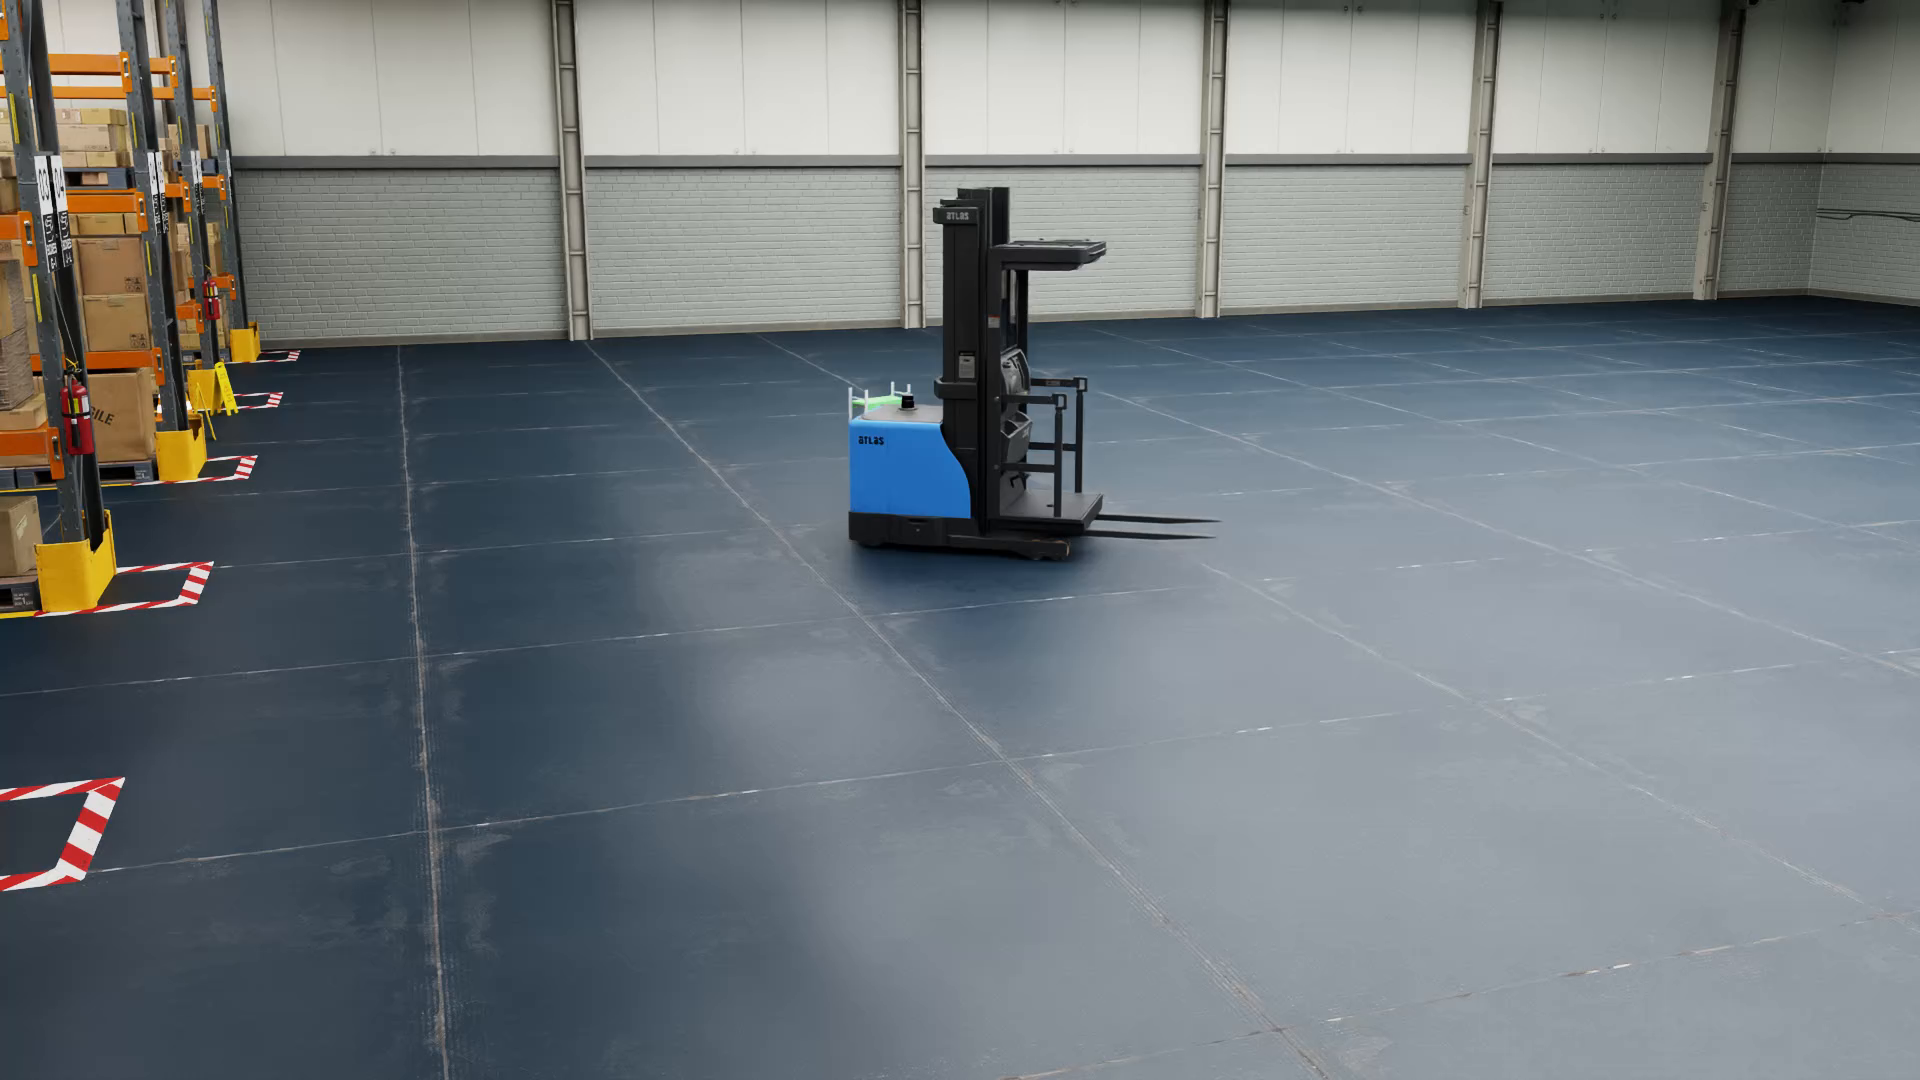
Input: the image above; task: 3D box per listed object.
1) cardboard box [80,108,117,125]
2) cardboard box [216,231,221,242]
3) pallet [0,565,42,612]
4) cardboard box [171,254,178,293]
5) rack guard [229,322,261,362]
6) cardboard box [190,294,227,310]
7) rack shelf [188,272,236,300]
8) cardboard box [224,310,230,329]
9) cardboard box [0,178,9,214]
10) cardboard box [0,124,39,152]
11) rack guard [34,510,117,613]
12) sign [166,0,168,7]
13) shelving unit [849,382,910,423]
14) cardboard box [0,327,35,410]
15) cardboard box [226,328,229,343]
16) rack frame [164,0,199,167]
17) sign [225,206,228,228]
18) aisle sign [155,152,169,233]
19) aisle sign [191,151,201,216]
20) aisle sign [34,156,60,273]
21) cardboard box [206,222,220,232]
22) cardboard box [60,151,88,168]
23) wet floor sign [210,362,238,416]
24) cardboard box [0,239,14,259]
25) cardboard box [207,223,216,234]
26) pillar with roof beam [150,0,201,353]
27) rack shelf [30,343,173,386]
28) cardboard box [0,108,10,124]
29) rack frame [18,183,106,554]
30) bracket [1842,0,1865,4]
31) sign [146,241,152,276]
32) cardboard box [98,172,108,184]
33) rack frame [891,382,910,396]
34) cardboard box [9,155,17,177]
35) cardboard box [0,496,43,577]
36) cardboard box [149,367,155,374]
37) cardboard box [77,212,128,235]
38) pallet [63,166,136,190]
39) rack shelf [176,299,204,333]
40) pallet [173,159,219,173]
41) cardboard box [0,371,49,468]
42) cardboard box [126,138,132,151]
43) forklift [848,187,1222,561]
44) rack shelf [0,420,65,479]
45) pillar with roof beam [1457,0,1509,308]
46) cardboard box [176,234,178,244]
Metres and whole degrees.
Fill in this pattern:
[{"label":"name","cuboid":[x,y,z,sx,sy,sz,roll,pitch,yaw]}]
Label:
[{"label":"cardboard box","cuboid":[-8.240,-4.053,15.914,0.250,0.149,0.380,-4,14,-18]},{"label":"cardboard box","cuboid":[-11.695,-4.737,25.957,0.250,0.149,0.380,-5,14,-20]},{"label":"pallet","cuboid":[-7.396,0.335,12.277,1.213,0.211,1.003,-4,14,-18]},{"label":"cardboard box","cuboid":[-10.130,-3.345,20.866,0.500,0.500,0.500,-5,14,-19]},{"label":"rack guard","cuboid":[-11.268,-3.127,26.207,0.348,0.500,1.175,-4,14,-18]},{"label":"cardboard box","cuboid":[-11.806,-3.700,26.089,0.500,0.250,0.500,-5,14,-19]},{"label":"rack shelf","cuboid":[-13.186,-3.843,25.373,4.000,0.370,1.077,-4,14,-18]},{"label":"cardboard box","cuboid":[-11.802,-3.462,26.167,0.500,0.250,0.500,-4,14,-17]},{"label":"cardboard box","cuboid":[-6.919,-2.374,11.483,0.500,0.250,0.500,-4,14,-17]},{"label":"cardboard box","cuboid":[-8.878,-3.824,15.813,0.500,0.250,0.500,-4,14,-18]},{"label":"rack guard","cuboid":[-6.615,0.143,12.463,0.348,0.500,1.175,-4,14,-18]},{"label":"sign","cuboid":[-9.546,-6.579,19.996,0.005,0.325,0.100,-4,14,-18]},{"label":"shelving unit","cuboid":[-0.708,-0.774,14.802,0.503,1.200,0.258,-12,18,-41]},{"label":"cardboard box","cuboid":[-7.073,-1.238,12.006,0.500,0.500,0.875,-4,14,-18]},{"label":"cardboard box","cuboid":[-11.818,-3.214,26.208,0.500,0.250,0.500,-4,14,-18]},{"label":"rack frame","cuboid":[-9.704,-6.171,20.640,0.127,3.000,1.000,-4,14,-18]},{"label":"sign","cuboid":[-11.131,-4.899,25.244,0.005,0.325,0.100,-4,14,-18]},{"label":"aisle sign","cuboid":[-8.058,-3.510,16.800,0.004,0.787,0.394,-4,14,-18]},{"label":"aisle sign","cuboid":[-9.553,-4.458,20.786,0.004,0.787,0.394,-4,14,-18]},{"label":"aisle sign","cuboid":[-6.389,-2.283,11.639,0.004,0.787,0.394,-4,14,-18]},{"label":"cardboard box","cuboid":[-11.677,-4.872,25.882,0.250,0.149,0.380,-5,14,-19]},{"label":"cardboard box","cuboid":[-8.475,-3.647,15.930,0.250,0.149,0.380,-4,14,-18]},{"label":"wet floor sign","cuboid":[-9.182,-1.886,20.679,0.232,0.644,0.267,0,13,1]},{"label":"cardboard box","cuboid":[-9.459,-2.681,16.276,0.550,0.550,0.875,-4,14,-18]},{"label":"cardboard box","cuboid":[-11.563,-4.777,25.484,0.250,0.149,0.380,-4,14,-18]},{"label":"pillar with roof beam","cuboid":[-10.865,-6.462,21.861,0.400,9.000,9.100,-4,14,-18]},{"label":"rack shelf","cuboid":[-9.925,-1.677,16.264,4.000,0.370,1.077,-4,14,-18]},{"label":"cardboard box","cuboid":[-8.965,-3.996,15.676,0.250,0.149,0.380,-4,14,-17]},{"label":"rack frame","cuboid":[-6.543,-1.079,12.197,0.127,3.000,1.000,-4,14,-18]},{"label":"bracket","cuboid":[18.948,-11.499,35.260,0.430,0.232,0.235,-4,14,-18]},{"label":"sign","cuboid":[-7.869,-2.733,16.136,0.005,0.325,0.100,-4,14,-18]},{"label":"cardboard box","cuboid":[-10.441,-4.464,20.489,0.250,0.149,0.380,-4,14,-16]},{"label":"rack frame","cuboid":[-0.529,-0.812,14.963,0.015,1.200,0.240,-12,18,-41]},{"label":"cardboard box","cuboid":[-6.878,-2.690,11.949,0.250,0.149,0.380,-5,14,-18]},{"label":"cardboard box","cuboid":[-7.140,-0.025,12.259,0.500,0.500,0.500,-2,14,-8]},{"label":"cardboard box","cuboid":[-10.380,-2.368,21.028,0.500,0.500,0.500,-4,14,-18]},{"label":"cardboard box","cuboid":[-10.600,-3.811,20.663,0.500,0.500,0.700,-4,14,-18]},{"label":"pallet","cuboid":[-8.729,-3.533,16.225,1.213,0.211,1.003,-4,14,-18]},{"label":"rack shelf","cuboid":[-11.599,-2.755,20.797,4.000,0.370,1.077,-4,14,-18]},{"label":"pallet","cuboid":[-11.969,-5.711,25.378,1.213,0.211,1.003,-4,14,-18]},{"label":"cardboard box","cuboid":[-9.484,-1.215,16.453,0.875,0.875,0.875,-5,14,-19]},{"label":"cardboard box","cuboid":[-10.187,-4.877,20.502,0.250,0.149,0.380,-4,14,-17]},{"label":"forklift","cuboid":[0.644,-1.390,13.651,3.031,2.935,1.130,3,14,13]},{"label":"rack shelf","cuboid":[-8.439,-0.581,11.660,4.000,0.370,1.077,-4,14,-18]},{"label":"pillar with roof beam","cuboid":[11.882,-8.233,29.308,0.548,9.000,9.100,-4,14,-18]},{"label":"cardboard box","cuboid":[-12.028,-4.587,25.327,0.250,0.149,0.380,-4,14,-17]}]
